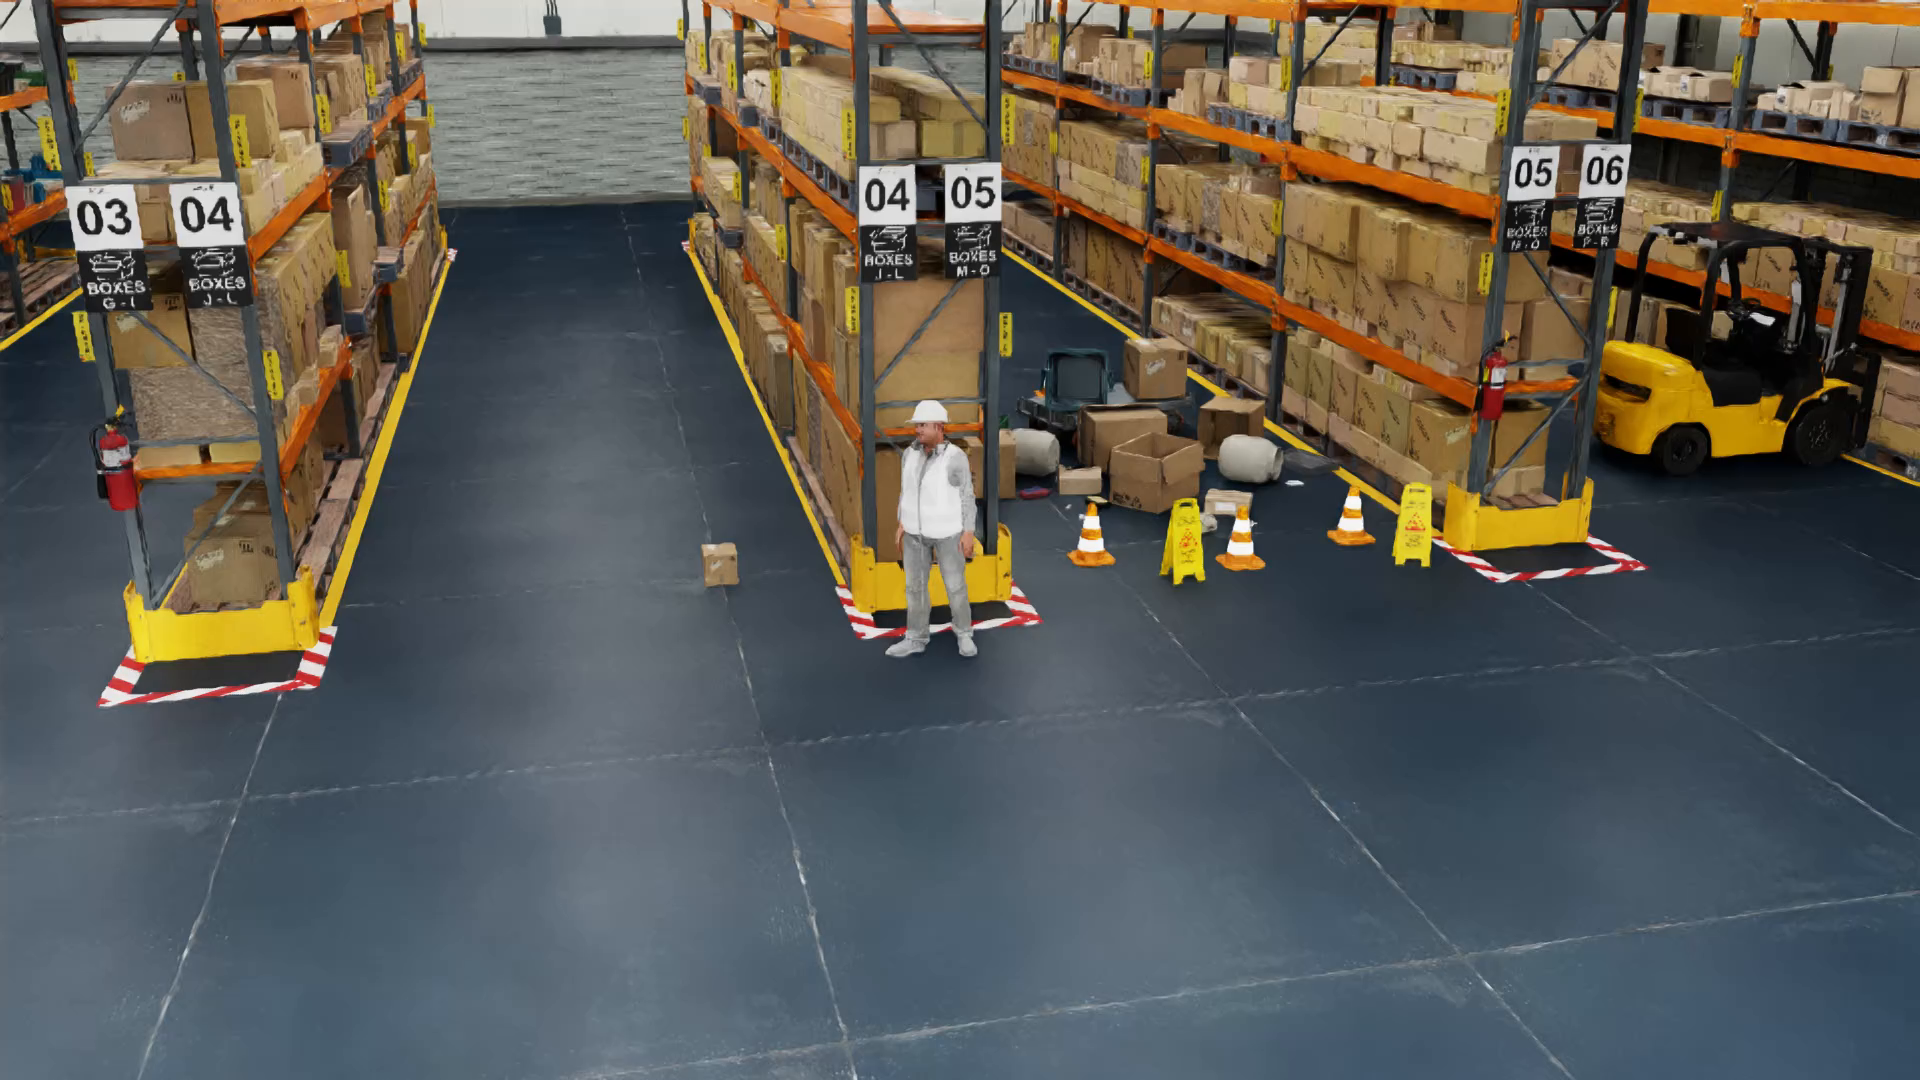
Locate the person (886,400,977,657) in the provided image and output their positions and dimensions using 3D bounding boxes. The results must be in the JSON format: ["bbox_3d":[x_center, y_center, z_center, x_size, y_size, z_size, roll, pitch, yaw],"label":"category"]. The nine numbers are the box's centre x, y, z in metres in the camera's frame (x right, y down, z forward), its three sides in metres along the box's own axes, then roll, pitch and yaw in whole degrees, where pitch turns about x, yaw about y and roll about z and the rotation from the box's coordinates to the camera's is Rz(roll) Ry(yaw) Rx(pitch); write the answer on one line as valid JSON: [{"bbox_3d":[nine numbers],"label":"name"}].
[{"bbox_3d":[-0.160,-0.060,11.183,0.580,1.778,0.477,10,22,27],"label":"person"}]
